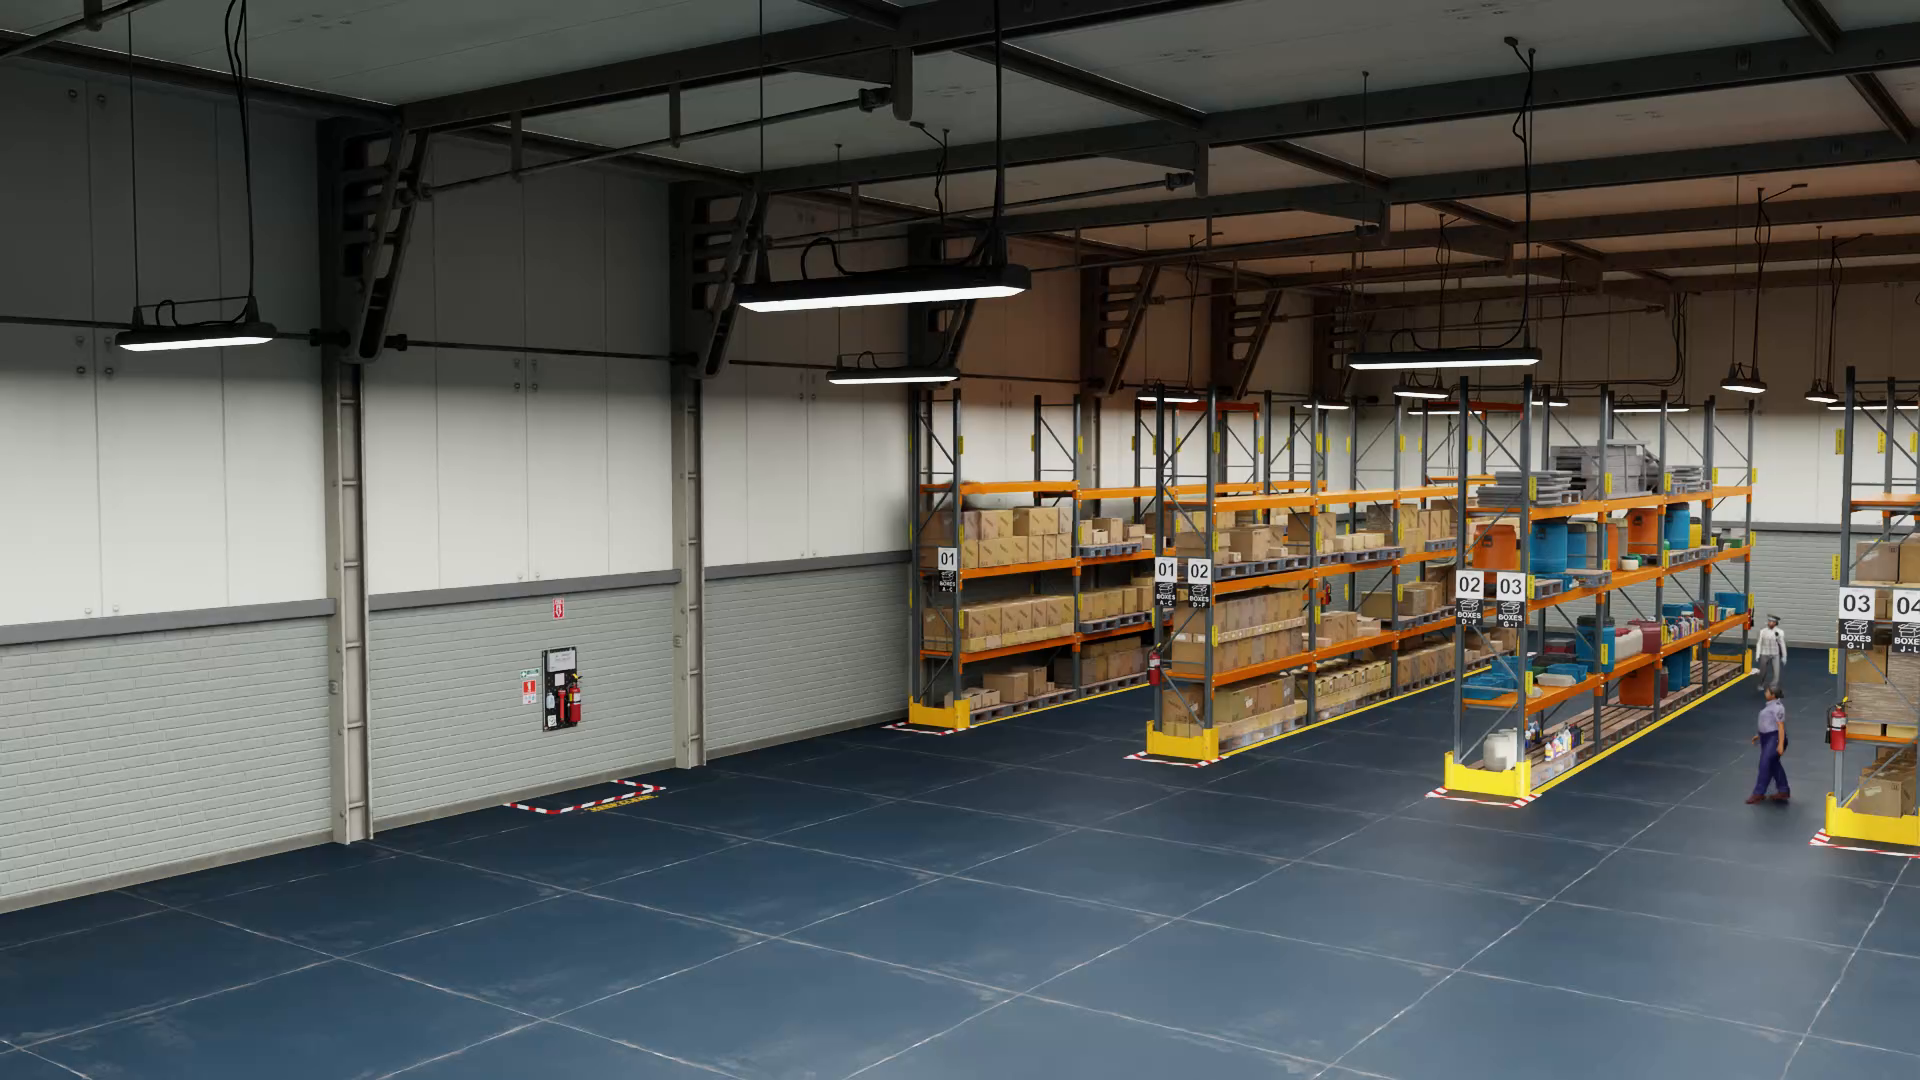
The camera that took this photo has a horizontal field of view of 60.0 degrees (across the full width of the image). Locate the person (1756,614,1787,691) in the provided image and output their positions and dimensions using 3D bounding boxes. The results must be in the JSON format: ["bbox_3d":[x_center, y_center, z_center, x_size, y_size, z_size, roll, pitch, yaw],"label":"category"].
[{"bbox_3d":[16.155,2.293,33.127,0.580,1.645,0.939,1,3,15],"label":"person"}]

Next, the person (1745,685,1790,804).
[{"bbox_3d":[11.344,2.852,23.360,0.733,1.648,0.546,0,3,-2],"label":"person"}]
